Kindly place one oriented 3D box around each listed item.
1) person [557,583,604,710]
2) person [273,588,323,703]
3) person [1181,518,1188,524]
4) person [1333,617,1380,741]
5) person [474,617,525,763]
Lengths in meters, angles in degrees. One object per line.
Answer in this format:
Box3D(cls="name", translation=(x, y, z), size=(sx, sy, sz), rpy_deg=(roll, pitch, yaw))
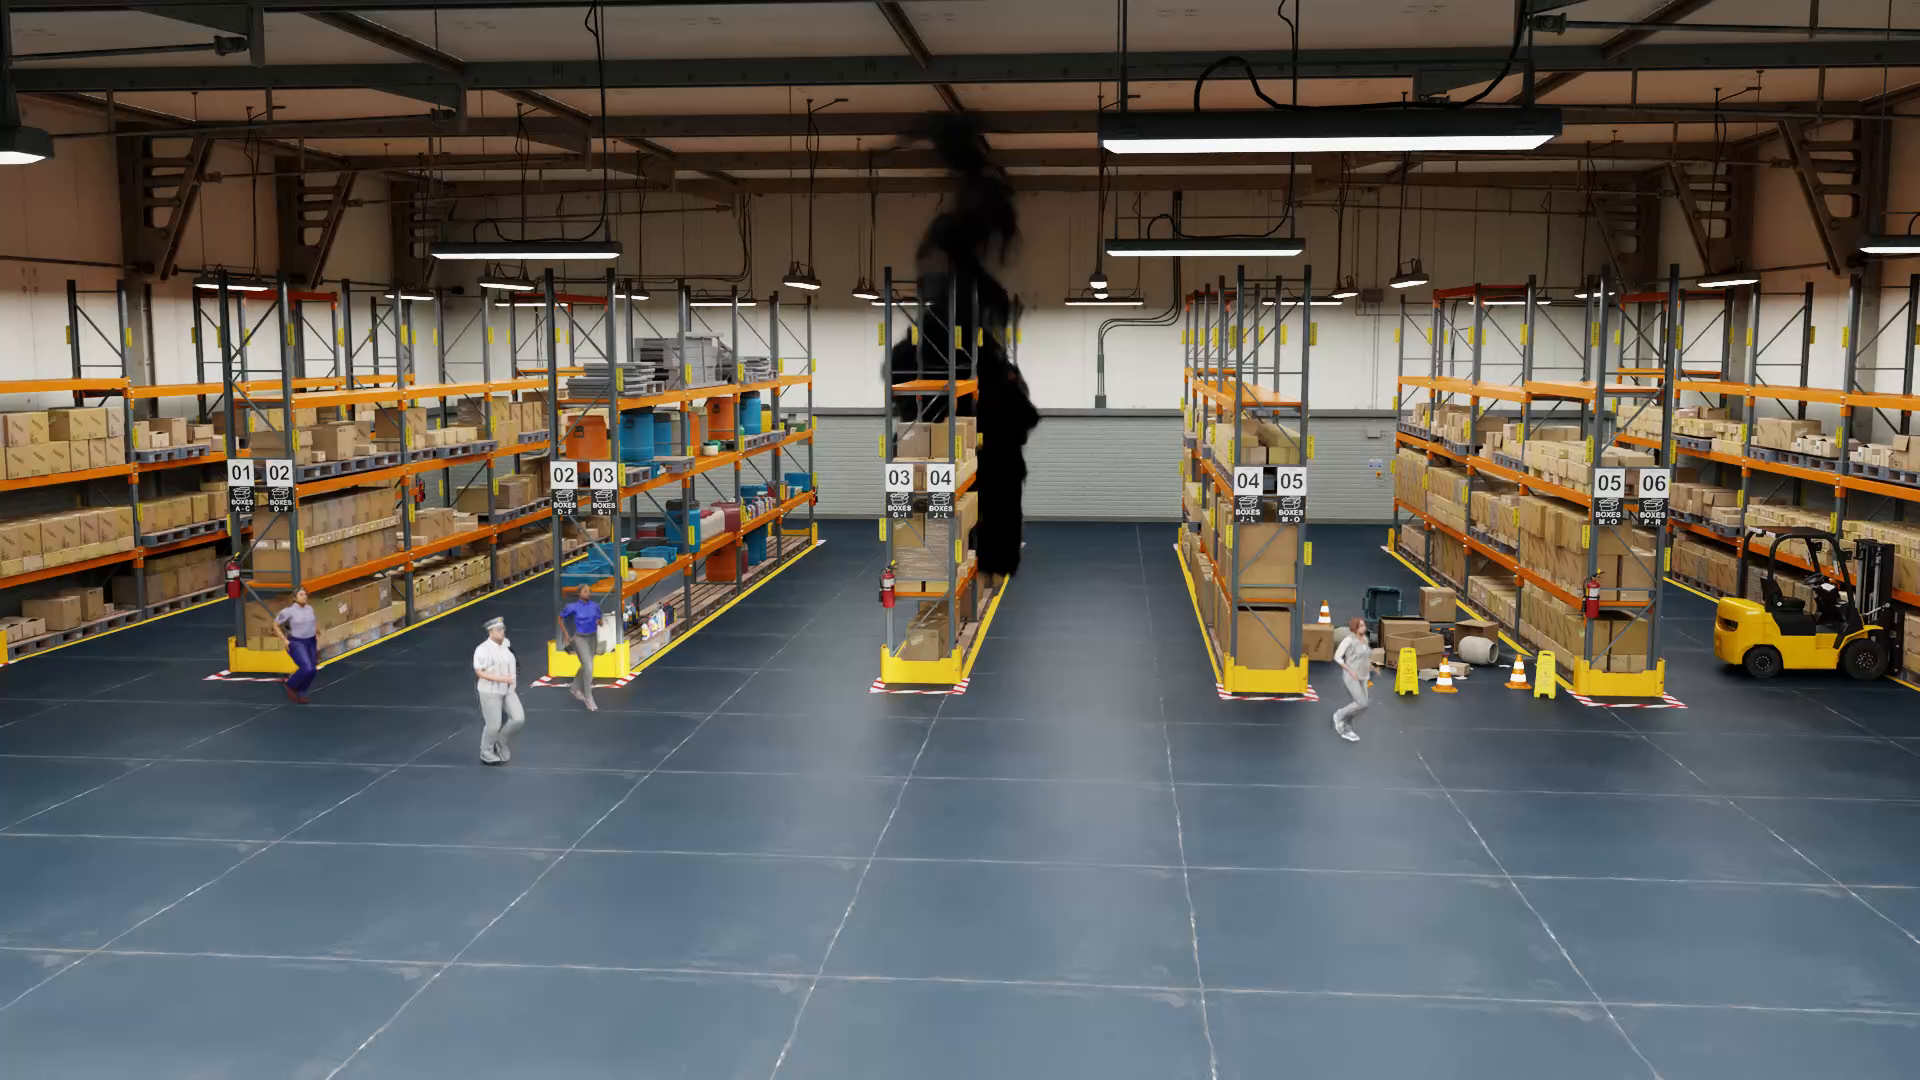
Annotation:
Box3D(cls="person", translation=(-5.114, 1.480, 22.661), size=(0.755, 1.637, 0.548), rpy_deg=(5, 9, 38))
Box3D(cls="person", translation=(-8.947, 1.451, 22.700), size=(0.561, 1.599, 0.604), rpy_deg=(3, 8, 27))
Box3D(cls="person", translation=(5.737, -0.747, 40.492), size=(0.758, 1.740, 0.746), rpy_deg=(-1, 7, -5))
Box3D(cls="person", translation=(4.929, 1.732, 20.669), size=(0.516, 1.543, 0.527), rpy_deg=(-6, 9, -39))
Box3D(cls="person", translation=(-5.377, 1.772, 19.522), size=(0.658, 1.776, 0.684), rpy_deg=(4, 8, 32))
